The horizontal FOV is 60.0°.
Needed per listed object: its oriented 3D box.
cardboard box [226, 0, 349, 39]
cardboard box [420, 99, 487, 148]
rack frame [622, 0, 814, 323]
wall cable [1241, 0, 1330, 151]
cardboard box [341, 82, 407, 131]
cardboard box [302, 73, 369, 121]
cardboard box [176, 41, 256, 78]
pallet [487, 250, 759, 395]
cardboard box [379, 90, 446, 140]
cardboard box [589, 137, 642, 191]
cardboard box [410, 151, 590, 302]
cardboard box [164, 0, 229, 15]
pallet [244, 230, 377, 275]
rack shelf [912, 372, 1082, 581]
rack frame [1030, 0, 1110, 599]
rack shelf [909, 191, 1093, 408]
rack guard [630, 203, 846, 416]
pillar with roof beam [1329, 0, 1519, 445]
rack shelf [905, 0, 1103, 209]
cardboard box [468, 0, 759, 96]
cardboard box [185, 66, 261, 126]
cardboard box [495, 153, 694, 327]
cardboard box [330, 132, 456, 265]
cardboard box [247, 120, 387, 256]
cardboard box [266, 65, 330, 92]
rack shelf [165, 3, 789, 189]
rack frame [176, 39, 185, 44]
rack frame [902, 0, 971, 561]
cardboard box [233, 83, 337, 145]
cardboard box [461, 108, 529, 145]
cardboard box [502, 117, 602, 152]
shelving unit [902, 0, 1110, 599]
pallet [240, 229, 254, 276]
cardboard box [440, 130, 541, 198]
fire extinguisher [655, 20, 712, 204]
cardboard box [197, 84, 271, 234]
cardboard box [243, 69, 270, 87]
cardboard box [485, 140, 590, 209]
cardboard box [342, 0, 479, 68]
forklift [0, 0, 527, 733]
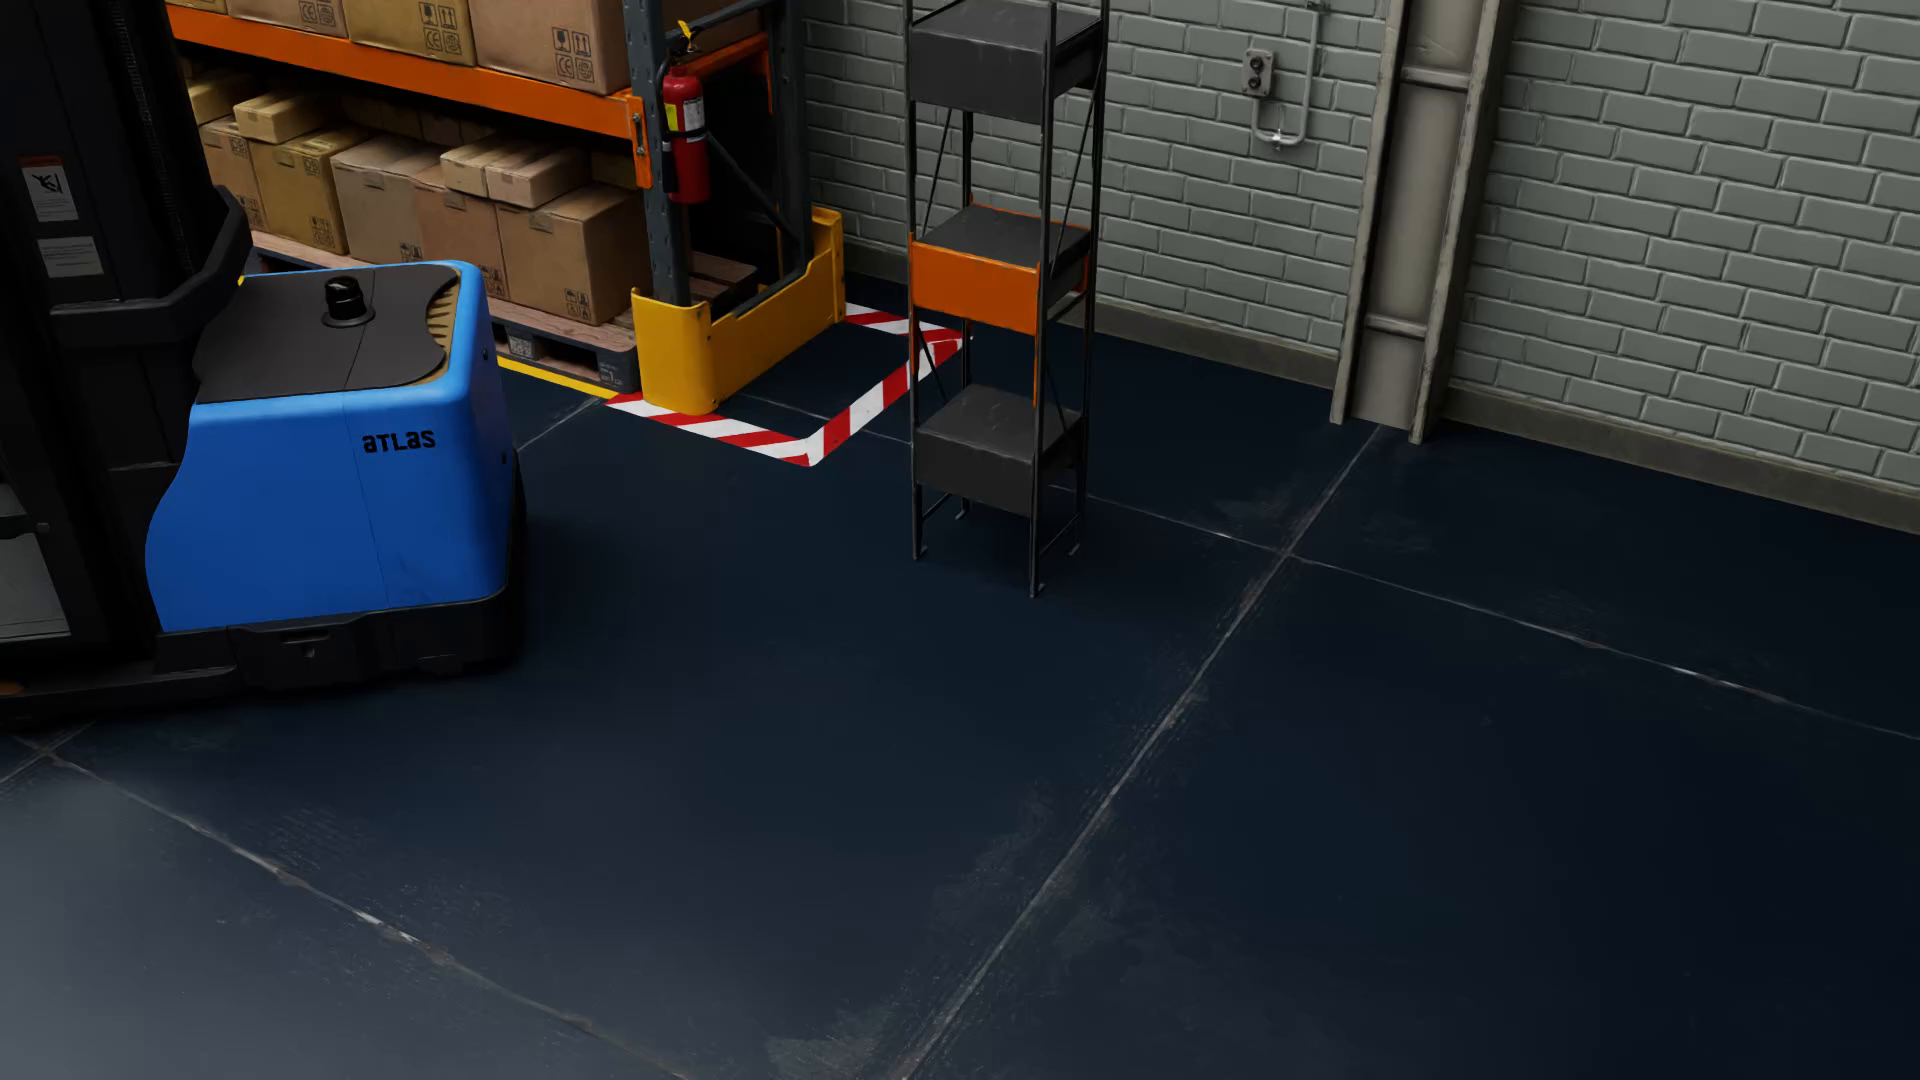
[{"bbox_3d":[-2.715,-2.763,7.422,0.700,0.700,0.980,16,37,22],"label":"cardboard box"},{"bbox_3d":[-2.300,-1.982,7.811,0.250,0.149,0.380,18,38,25],"label":"cardboard box"},{"bbox_3d":[-0.972,-2.093,6.687,0.127,3.000,1.000,18,37,24],"label":"rack frame"},{"bbox_3d":[0.609,-2.619,6.561,1.851,1.984,0.084,18,37,24],"label":"wall cable"},{"bbox_3d":[-2.743,-2.122,8.021,0.250,0.149,0.380,17,37,24],"label":"cardboard box"},{"bbox_3d":[-2.968,-2.192,8.127,0.250,0.149,0.380,18,38,25],"label":"cardboard box"},{"bbox_3d":[-3.874,-2.478,8.556,0.250,0.149,0.380,17,37,24],"label":"cardboard box"},{"bbox_3d":[-1.705,-1.115,7.734,1.213,0.211,1.003,18,37,24],"label":"pallet"},{"bbox_3d":[-2.524,-2.052,7.916,0.250,0.149,0.380,18,38,25],"label":"cardboard box"},{"bbox_3d":[-1.422,-1.704,7.394,0.250,0.149,0.380,18,38,25],"label":"cardboard box"},{"bbox_3d":[-2.064,-1.510,7.687,0.500,0.500,0.700,17,37,24],"label":"cardboard box"},{"bbox_3d":[-3.351,-2.958,7.715,0.700,0.700,0.980,17,37,23],"label":"cardboard box"},{"bbox_3d":[-2.760,-1.451,8.239,1.213,0.211,1.003,18,37,24],"label":"pallet"},{"bbox_3d":[0.144,-0.234,5.995,0.480,0.518,0.431,18,37,24],"label":"rack shelf"},{"bbox_3d":[0.356,-0.761,5.499,0.015,2.100,0.400,18,37,24],"label":"rack frame"},{"bbox_3d":[0.144,-0.817,5.607,0.480,0.518,0.431,18,37,24],"label":"rack shelf"},{"bbox_3d":[-0.951,-1.046,7.370,0.348,0.500,1.175,18,37,24],"label":"rack guard"},{"bbox_3d":[-0.335,-2.192,1.424,0.400,9.000,9.100,18,37,24],"label":"pillar with roof beam"},{"bbox_3d":[0.144,-1.400,5.219,0.480,0.518,0.431,18,37,24],"label":"rack shelf"},{"bbox_3d":[-1.420,-2.354,6.808,0.700,0.700,0.980,19,38,26],"label":"cardboard box"},{"bbox_3d":[-3.640,-2.161,8.080,0.250,0.149,0.380,19,38,26],"label":"cardboard box"},{"bbox_3d":[-1.630,-1.372,7.481,0.500,0.500,0.700,18,37,24],"label":"cardboard box"},{"bbox_3d":[-2.501,-1.648,7.894,0.500,0.500,0.700,16,37,23],"label":"cardboard box"},{"bbox_3d":[-2.968,-1.791,8.109,0.500,0.500,0.700,18,38,25],"label":"cardboard box"},{"bbox_3d":[-3.187,-2.262,8.232,0.250,0.149,0.380,16,37,23],"label":"cardboard box"},{"bbox_3d":[-2.709,-2.344,7.713,4.000,0.370,1.077,18,37,24],"label":"rack shelf"},{"bbox_3d":[-4.445,-3.193,8.339,0.127,3.000,1.000,18,37,24],"label":"rack frame"},{"bbox_3d":[-0.068,-0.896,5.700,0.015,2.100,0.400,18,37,24],"label":"rack frame"},{"bbox_3d":[-3.187,-2.017,7.864,0.250,0.149,0.380,16,37,23],"label":"cardboard box"},{"bbox_3d":[-2.079,-1.912,7.706,0.250,0.149,0.380,18,38,25],"label":"cardboard box"},{"bbox_3d":[-1.862,-1.843,7.602,0.250,0.149,0.380,18,38,25],"label":"cardboard box"},{"bbox_3d":[0.144,-0.828,5.600,0.503,2.100,0.431,18,37,24],"label":"shelving unit"},{"bbox_3d":[-3.824,-1.786,8.742,1.213,0.211,1.003,18,37,24],"label":"pallet"},{"bbox_3d":[-2.054,-1.660,7.327,0.250,0.149,0.380,19,38,26],"label":"cardboard box"},{"bbox_3d":[-1.070,-1.642,6.416,0.183,0.674,0.296,18,37,24],"label":"fire extinguisher"},{"bbox_3d":[-3.412,-1.933,8.323,0.500,0.500,0.700,17,37,24],"label":"cardboard box"},{"bbox_3d":[-3.847,-2.073,8.533,0.500,0.500,0.700,18,38,25],"label":"cardboard box"},{"bbox_3d":[-1.832,-1.590,7.222,0.250,0.149,0.380,17,37,24],"label":"cardboard box"},{"bbox_3d":[-2.057,-2.548,7.100,0.700,0.700,0.980,17,37,24],"label":"cardboard box"},{"bbox_3d":[-3.055,-0.901,4.958,3.031,2.935,1.130,-6,34,-9],"label":"forklift"}]
